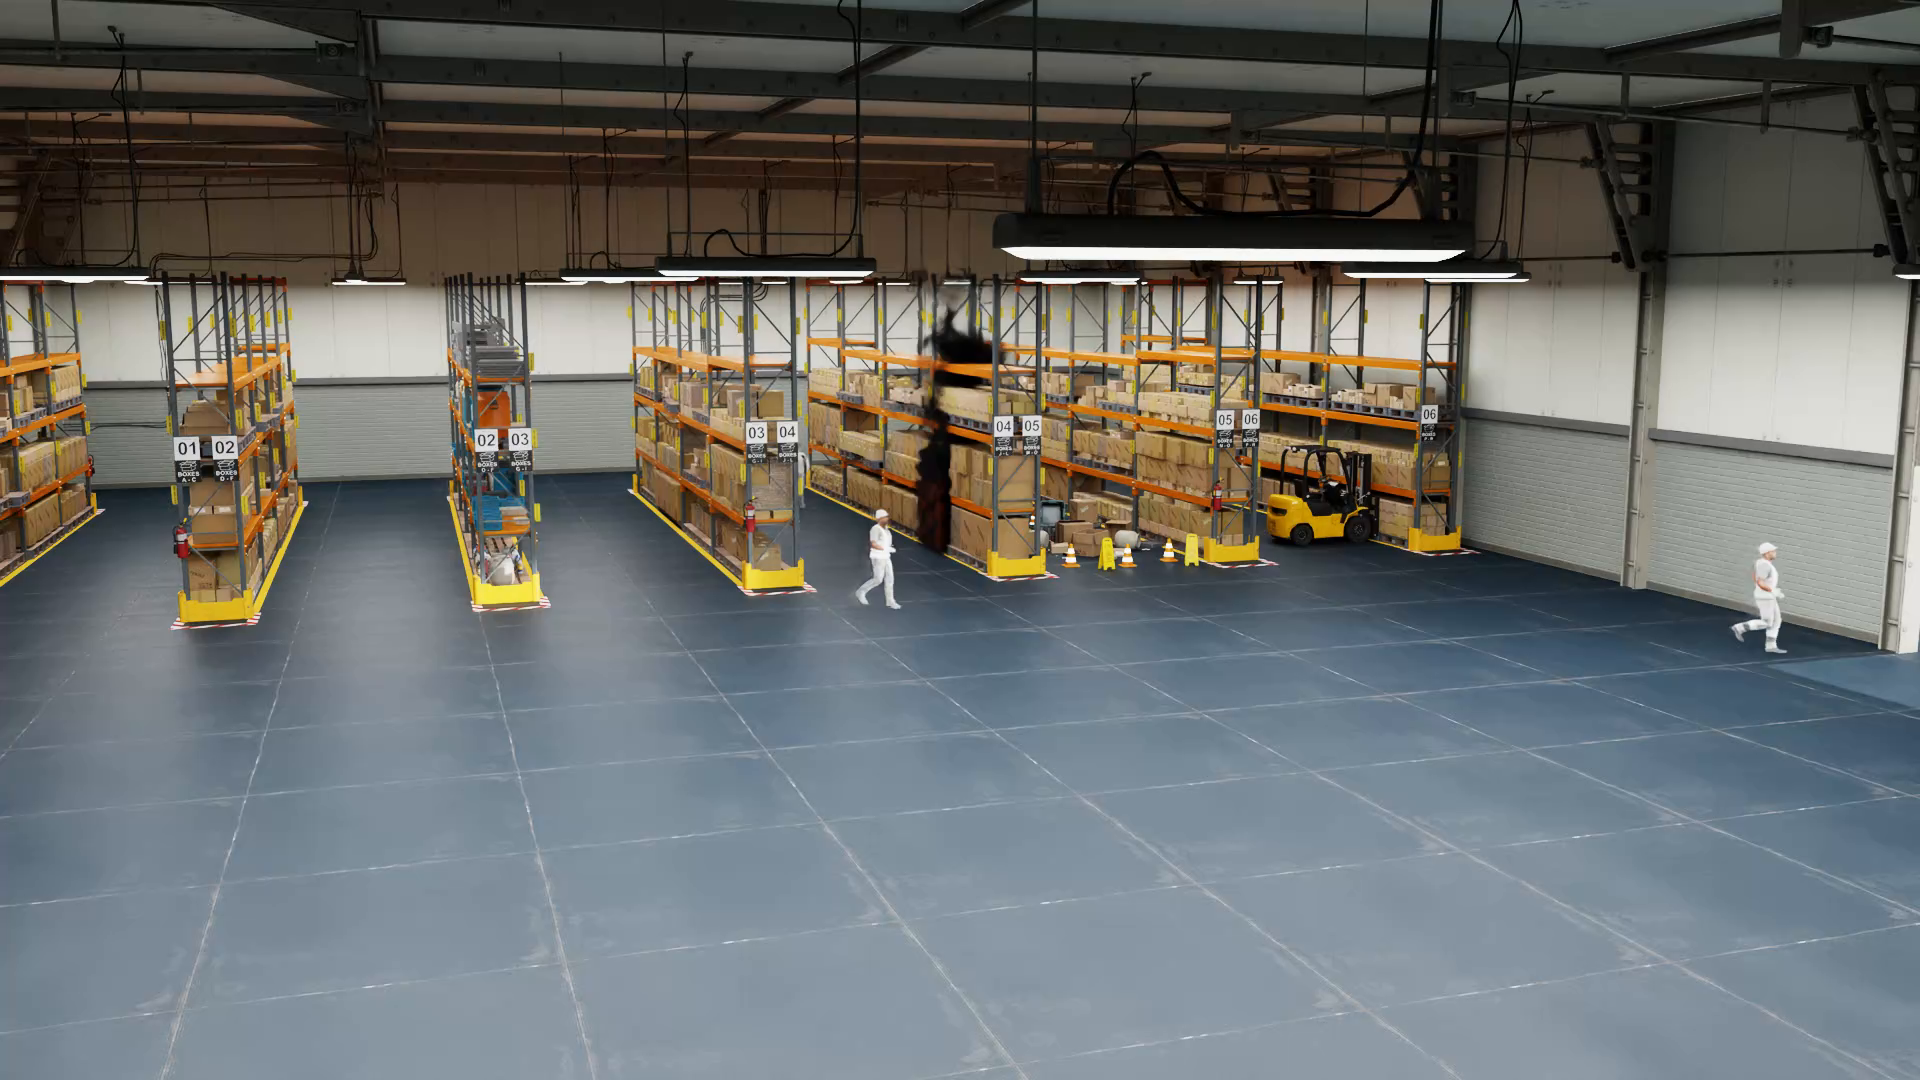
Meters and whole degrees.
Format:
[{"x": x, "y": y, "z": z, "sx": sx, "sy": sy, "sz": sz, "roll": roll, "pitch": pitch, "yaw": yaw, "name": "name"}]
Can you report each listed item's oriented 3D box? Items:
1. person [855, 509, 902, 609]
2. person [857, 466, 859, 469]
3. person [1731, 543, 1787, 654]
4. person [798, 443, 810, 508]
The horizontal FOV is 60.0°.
[{"x": -1.456, "y": 0.337, "z": 29.956, "sx": 0.861, "sy": 1.797, "sz": 0.706, "roll": 3, "pitch": 9, "yaw": 17, "name": "person"}, {"x": -2.906, "y": -2.506, "z": 49.369, "sx": 0.772, "sy": 1.613, "sz": 0.594, "roll": 6, "pitch": 10, "yaw": 34, "name": "person"}, {"x": 12.681, "y": 0.914, "z": 26.291, "sx": 0.823, "sy": 1.762, "sz": 0.655, "roll": 4, "pitch": 10, "yaw": 27, "name": "person"}, {"x": -4.264, "y": -1.725, "z": 43.926, "sx": 0.618, "sy": 1.718, "sz": 0.862, "roll": -2, "pitch": 9, "yaw": -12, "name": "person"}]
